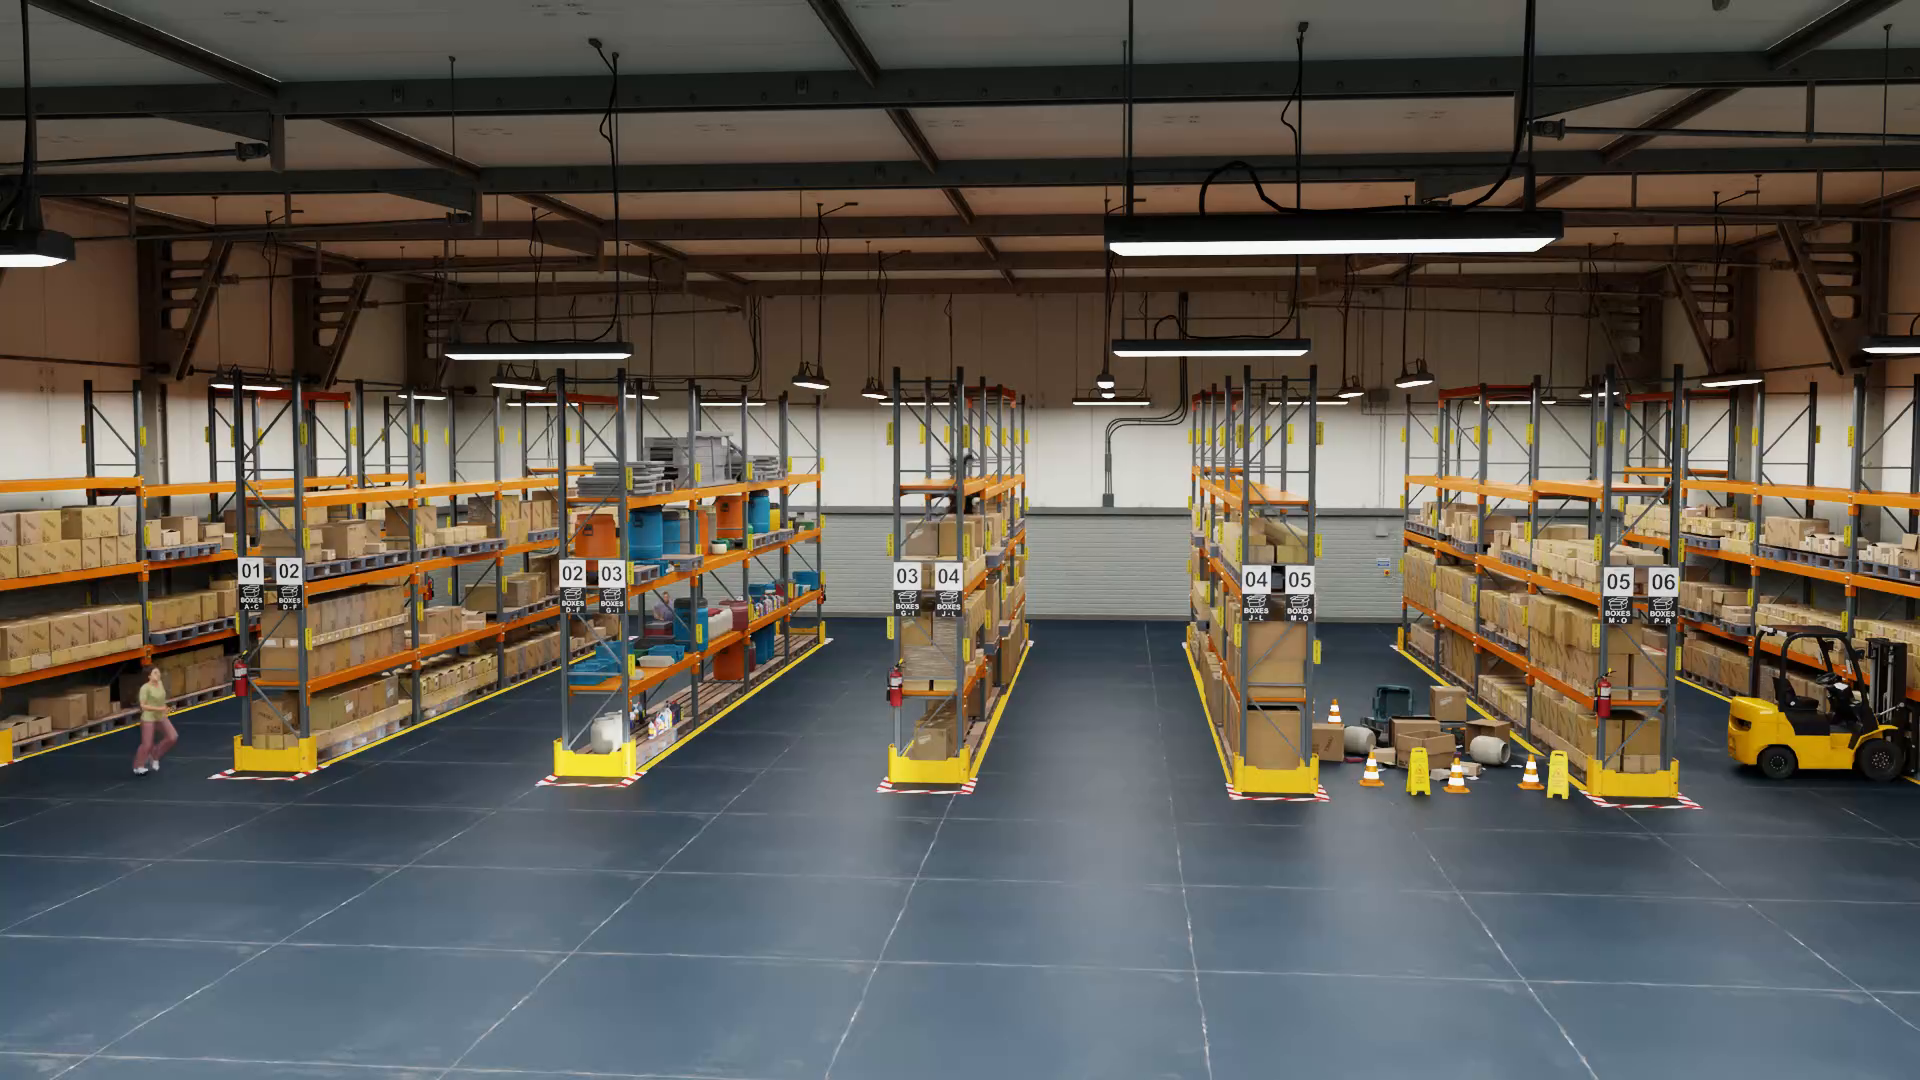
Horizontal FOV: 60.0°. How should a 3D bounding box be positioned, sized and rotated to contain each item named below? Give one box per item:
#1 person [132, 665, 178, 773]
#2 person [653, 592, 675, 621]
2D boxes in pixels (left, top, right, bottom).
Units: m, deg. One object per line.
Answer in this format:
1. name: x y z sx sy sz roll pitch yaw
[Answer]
1. person: -11.905 2.646 24.584 0.750 1.611 0.590 1 4 22
2. person: -6.550 1.926 37.236 0.627 1.614 0.955 -1 4 -9
